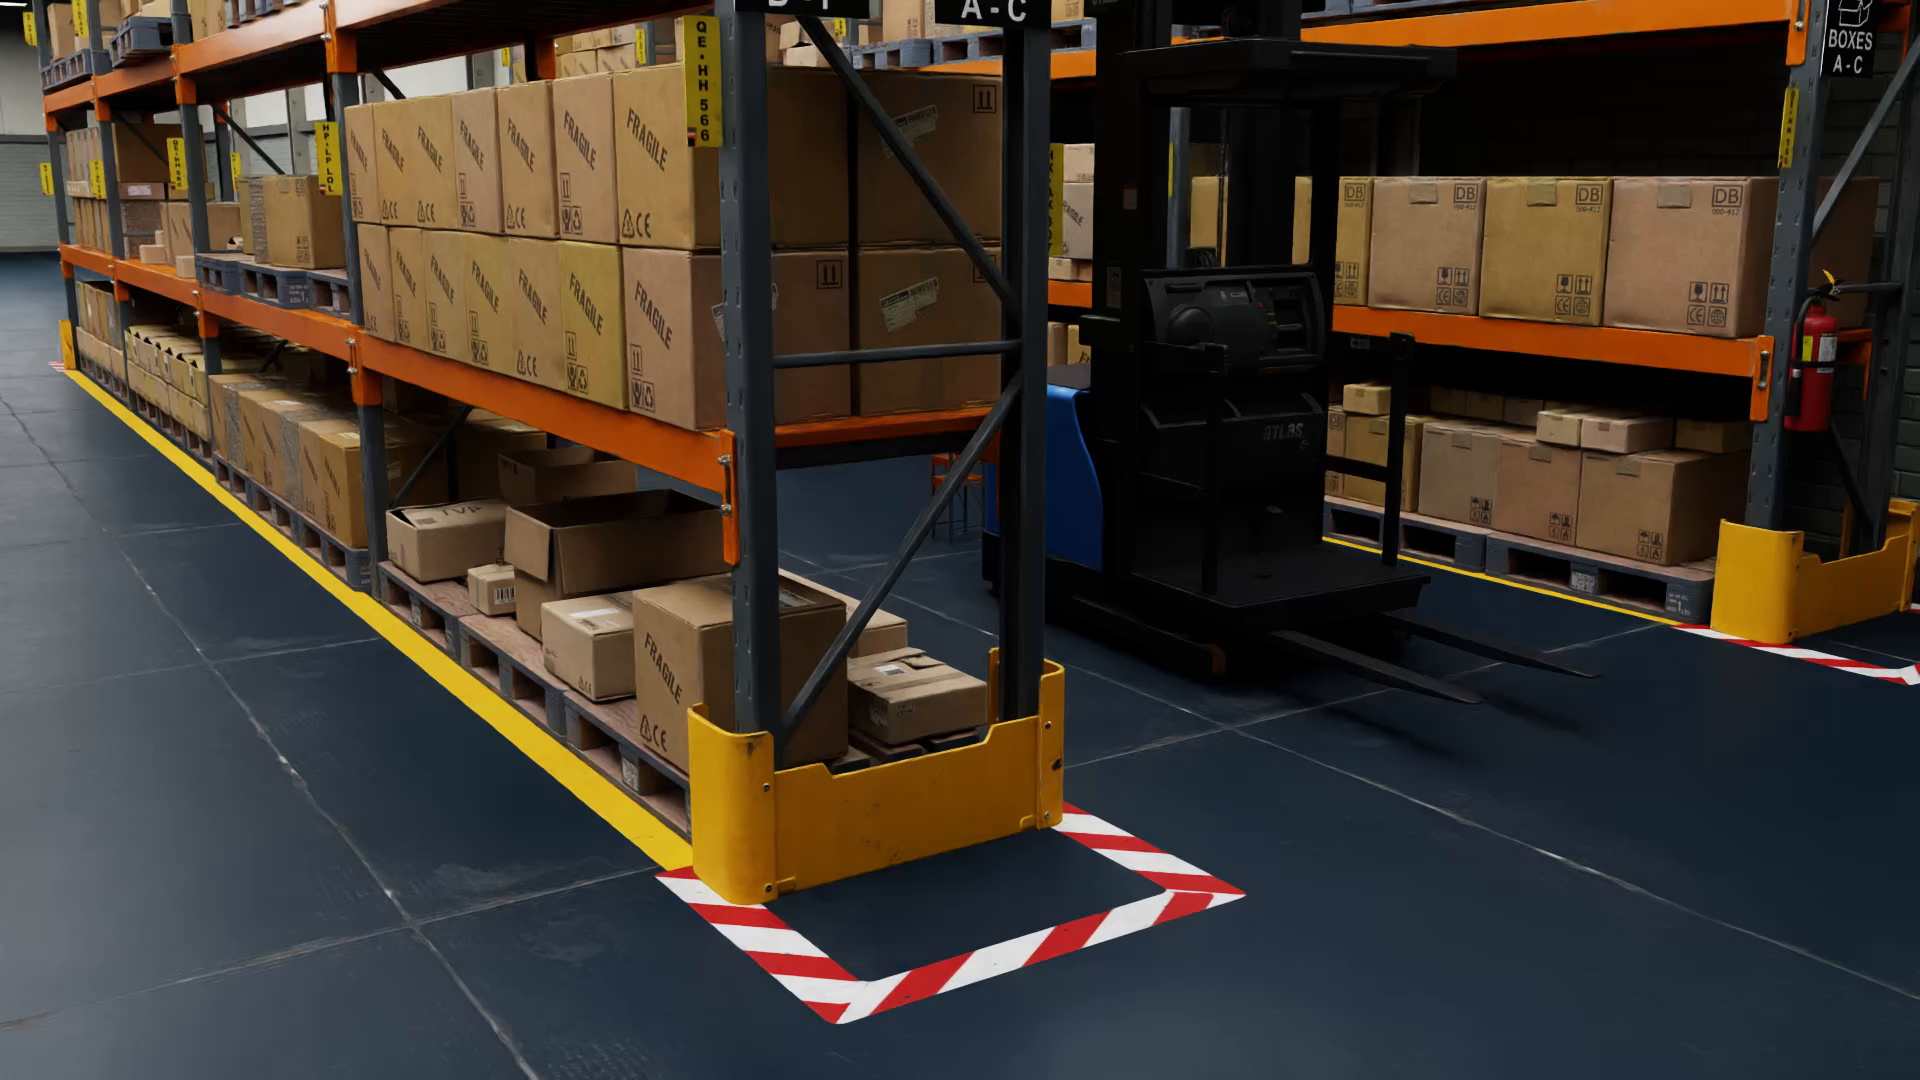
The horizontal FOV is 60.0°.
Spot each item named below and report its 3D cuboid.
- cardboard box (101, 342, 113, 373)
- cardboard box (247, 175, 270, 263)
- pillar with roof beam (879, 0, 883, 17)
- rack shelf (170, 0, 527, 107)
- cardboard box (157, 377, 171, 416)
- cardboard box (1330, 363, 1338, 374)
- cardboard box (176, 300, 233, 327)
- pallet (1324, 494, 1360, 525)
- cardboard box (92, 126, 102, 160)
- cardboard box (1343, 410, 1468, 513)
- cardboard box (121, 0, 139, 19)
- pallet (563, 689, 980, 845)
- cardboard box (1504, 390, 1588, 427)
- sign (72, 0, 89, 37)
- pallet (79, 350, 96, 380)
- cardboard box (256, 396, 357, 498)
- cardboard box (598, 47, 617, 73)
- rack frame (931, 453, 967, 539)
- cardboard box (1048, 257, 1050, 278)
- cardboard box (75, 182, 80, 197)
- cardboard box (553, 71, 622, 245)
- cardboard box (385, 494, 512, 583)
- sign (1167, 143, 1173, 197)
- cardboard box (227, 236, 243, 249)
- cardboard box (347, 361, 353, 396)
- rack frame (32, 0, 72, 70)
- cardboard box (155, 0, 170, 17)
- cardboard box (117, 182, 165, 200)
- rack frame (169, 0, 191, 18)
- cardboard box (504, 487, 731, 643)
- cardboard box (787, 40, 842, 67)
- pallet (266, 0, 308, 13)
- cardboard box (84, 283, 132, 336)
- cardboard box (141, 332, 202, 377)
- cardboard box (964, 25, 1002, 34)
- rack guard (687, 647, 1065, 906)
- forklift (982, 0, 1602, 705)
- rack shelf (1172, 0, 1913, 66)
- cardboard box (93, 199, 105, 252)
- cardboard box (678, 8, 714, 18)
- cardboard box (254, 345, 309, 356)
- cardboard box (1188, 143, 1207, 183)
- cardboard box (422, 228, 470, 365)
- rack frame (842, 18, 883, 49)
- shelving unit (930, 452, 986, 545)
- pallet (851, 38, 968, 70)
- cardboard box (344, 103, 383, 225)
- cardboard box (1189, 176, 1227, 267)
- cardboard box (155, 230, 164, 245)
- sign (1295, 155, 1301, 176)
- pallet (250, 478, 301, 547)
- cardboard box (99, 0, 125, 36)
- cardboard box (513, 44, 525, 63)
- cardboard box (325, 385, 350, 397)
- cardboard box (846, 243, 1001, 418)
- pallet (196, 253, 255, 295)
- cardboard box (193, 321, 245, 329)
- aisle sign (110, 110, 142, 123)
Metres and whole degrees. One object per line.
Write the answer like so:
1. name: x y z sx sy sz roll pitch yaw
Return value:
1. cardboard box: -7.833 -1.750 15.795 0.500 0.250 0.500 -8 15 -33
2. cardboard box: -3.829 -1.913 9.870 0.700 0.500 0.500 -5 13 -22
3. pillar with roof beam: -4.082 -5.284 12.462 9.100 9.000 0.400 -8 15 -33
4. rack shelf: -3.512 -2.701 9.353 1.077 0.370 4.000 -8 15 -33
5. cardboard box: -5.966 -1.141 13.013 0.500 0.250 0.500 -8 15 -32
6. cardboard box: 2.132 -1.023 10.369 0.380 0.149 0.250 -8 15 -33
7. cardboard box: -6.832 -2.002 15.192 0.500 0.500 0.500 -8 15 -33
8. pallet: 2.074 -0.311 10.292 1.003 0.211 1.213 -8 15 -33
9. cardboard box: -7.645 -3.594 15.503 0.700 0.500 0.500 -8 15 -33
10. cardboard box: 2.605 -0.476 9.384 0.700 0.500 0.500 -8 15 -31
11. cardboard box: -6.527 -4.503 13.524 0.500 0.500 0.500 -8 15 -32
12. pallet: -0.672 0.687 5.725 1.003 0.211 1.213 -8 15 -33
13. cardboard box: 3.138 -0.701 8.898 0.380 0.149 0.250 -8 15 -32
14. sign: -7.297 -4.345 13.791 0.100 0.325 0.005 -8 15 -33
15. pallet: -8.594 -1.872 17.428 1.003 0.211 1.213 -8 15 -33
16. cardboard box: -3.744 -0.547 9.664 0.500 0.500 0.500 -9 15 -35
17. cardboard box: -3.469 -4.917 17.523 0.500 0.500 0.500 -10 16 -37
18. rack frame: -0.059 -0.605 9.320 0.240 1.200 0.006 -8 15 -33
19. cardboard box: 0.754 -1.917 11.646 0.380 0.149 0.250 -8 15 -33
20. cardboard box: -8.591 -3.499 16.591 0.380 0.149 0.250 -8 15 -34
21. cardboard box: -0.944 -1.193 5.223 0.500 0.500 0.500 -8 14 -31
22. cardboard box: -2.351 -0.032 7.752 0.500 0.311 0.500 -8 15 -33
23. sign: 1.272 -2.279 10.238 0.100 0.325 0.005 -8 15 -33
24. cardboard box: -4.785 -1.969 11.552 0.500 0.311 0.500 -7 14 -29
25. cardboard box: -3.301 -0.973 9.857 0.500 0.250 0.500 -8 15 -34
26. rack frame: -9.052 -6.296 17.089 1.000 3.000 0.127 -8 15 -33
27. cardboard box: -5.531 -3.808 12.101 0.500 0.250 0.500 -8 15 -34
28. cardboard box: -7.165 -3.043 14.502 0.380 0.149 0.250 -8 15 -33
29. rack frame: -4.620 -4.873 10.583 1.000 3.000 0.127 -8 15 -33
30. cardboard box: -1.358 0.107 6.665 0.797 0.503 0.637 -8 15 -33
31. cardboard box: -1.122 -4.057 14.034 0.500 0.311 0.500 -8 15 -33
32. pallet: -2.707 -2.729 8.238 1.213 0.211 1.003 -8 15 -33
33. cardboard box: -8.374 -2.296 16.537 0.500 0.500 0.500 -8 15 -33
34. cardboard box: -6.254 -1.505 13.364 0.500 0.311 0.500 -9 15 -35
35. cardboard box: 0.451 -3.991 12.307 0.700 0.500 0.500 -7 14 -30
36. rack guard: -0.230 0.688 5.046 1.175 0.500 0.348 -8 15 -33
37. forklift: 1.290 -0.965 6.913 1.130 2.935 3.031 -7 14 -30
38. rack shelf: 2.826 -2.576 8.785 1.077 0.370 4.000 -8 15 -33
39. cardboard box: -7.944 -3.055 16.075 0.700 0.500 0.500 -8 14 -31
40. cardboard box: -2.748 -5.374 17.274 0.500 0.500 0.500 -8 15 -32
41. cardboard box: -4.964 -1.299 12.420 0.500 0.311 0.500 -9 15 -34
42. cardboard box: 1.246 -2.441 10.771 0.500 0.250 0.500 -8 14 -31
43. cardboard box: -1.787 -0.977 6.575 0.500 0.500 0.500 -8 15 -33
44. rack frame: -0.498 -5.460 13.267 1.000 3.000 0.127 -8 15 -33
45. shelving unit: -0.008 -0.589 9.245 0.258 1.200 0.189 -8 15 -33
46. pallet: -0.097 -3.794 13.113 1.213 0.211 1.003 -7 14 -30
47. cardboard box: -2.377 -1.651 7.317 0.500 0.500 0.500 -8 14 -31
48. cardboard box: 2.005 -1.866 10.173 0.980 0.700 0.700 -8 15 -32
49. cardboard box: -6.527 -2.498 14.116 0.500 0.250 0.500 -7 14 -29
50. sign: 2.179 -2.346 10.855 0.100 0.325 0.005 -8 15 -33
51. pallet: -3.566 -0.226 9.902 1.003 0.211 1.213 -8 15 -33
52. cardboard box: -7.644 -4.751 15.493 0.797 0.503 0.637 -6 14 -27
53. cardboard box: -4.919 -5.868 19.529 0.500 0.500 0.500 -9 15 -37
54. cardboard box: -3.620 -0.706 10.389 0.500 0.500 0.500 -9 15 -35
55. cardboard box: -0.214 -0.679 5.210 0.500 0.500 0.500 -8 15 -32
56. pallet: -4.186 -1.737 10.731 1.213 0.211 1.003 -8 15 -33
57. cardboard box: -6.373 -1.752 14.491 0.500 0.311 0.500 -8 15 -33
58. aisle sign: -8.844 -4.682 17.664 0.394 0.787 0.004 -8 15 -33
